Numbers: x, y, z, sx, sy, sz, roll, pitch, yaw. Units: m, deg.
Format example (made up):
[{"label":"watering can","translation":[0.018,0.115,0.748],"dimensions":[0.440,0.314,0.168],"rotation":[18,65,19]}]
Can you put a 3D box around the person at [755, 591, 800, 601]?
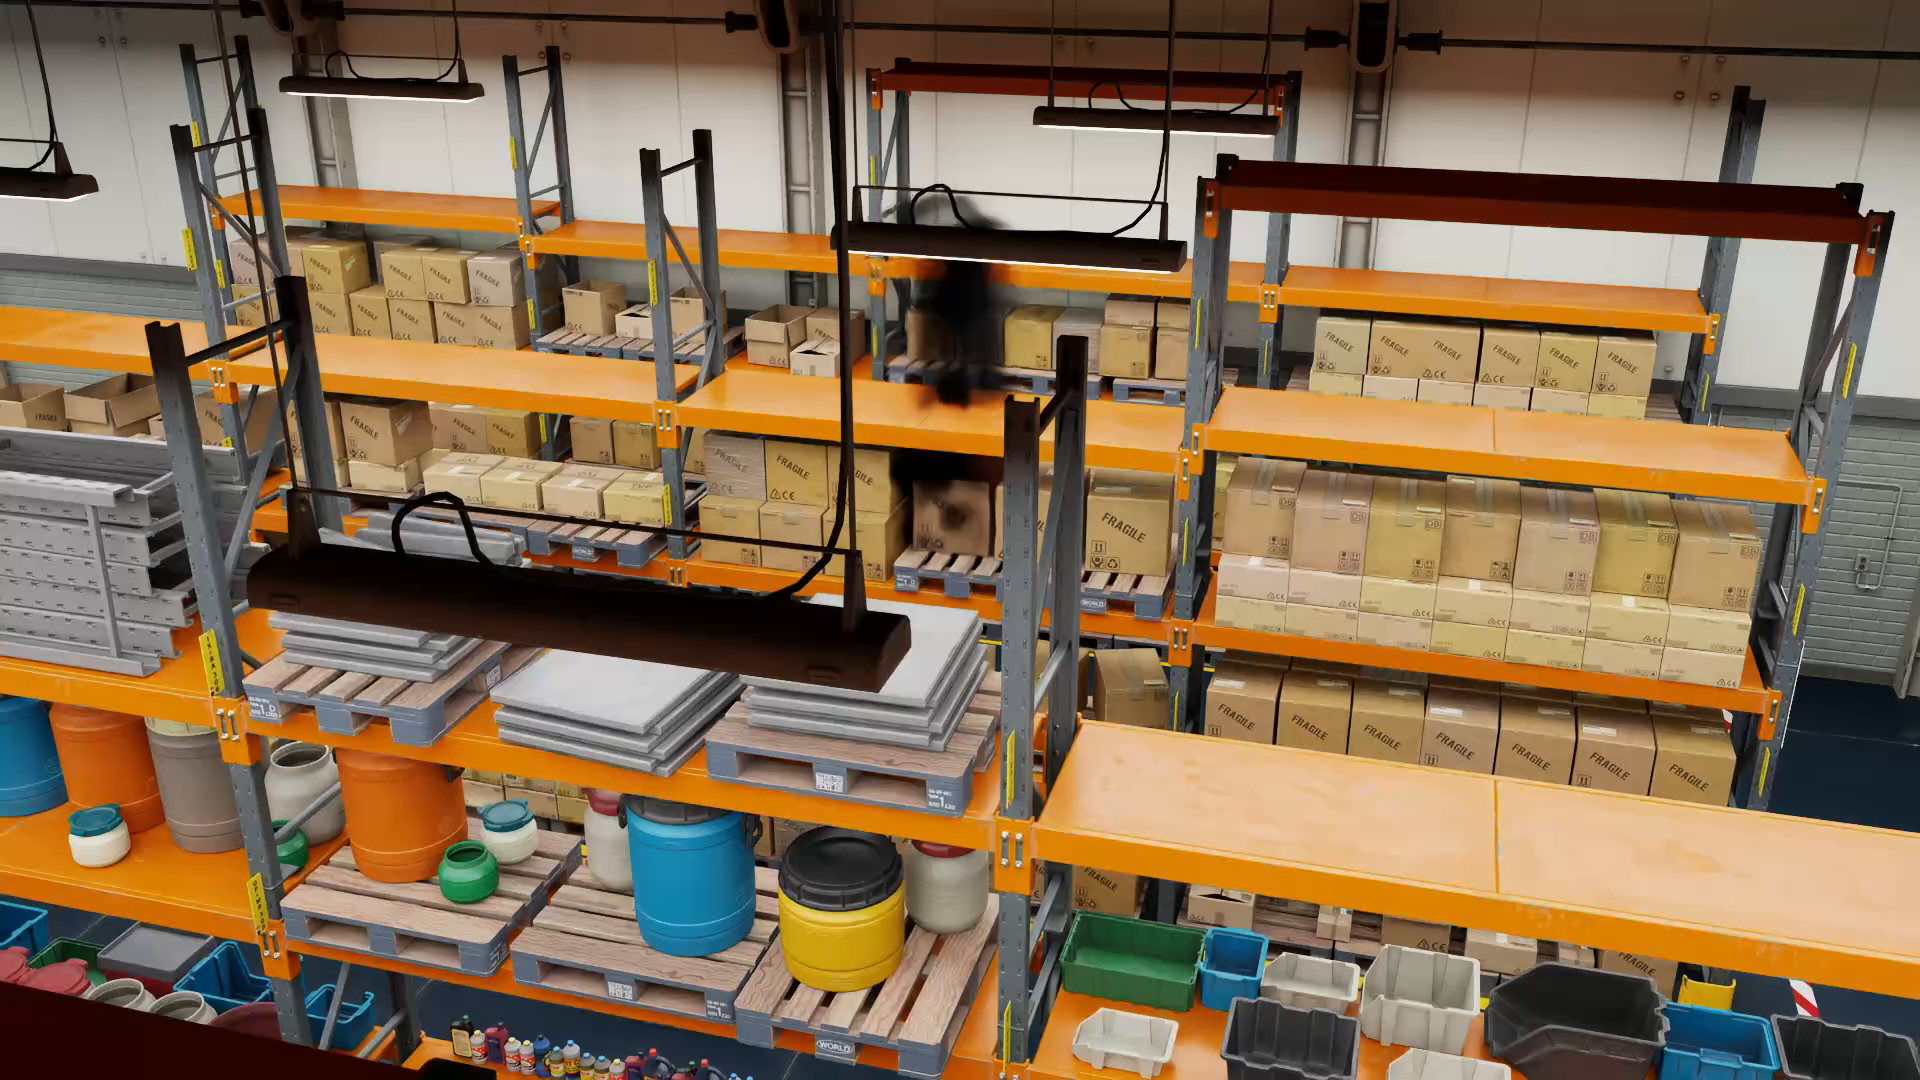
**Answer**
[{"label":"person","translation":[-1.808,0.891,16.435],"dimensions":[0.830,1.692,0.670],"rotation":[5,23,11]}]

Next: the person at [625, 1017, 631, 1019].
[{"label":"person","translation":[-2.057,2.782,11.970],"dimensions":[0.875,1.609,0.537],"rotation":[4,23,9]}]
